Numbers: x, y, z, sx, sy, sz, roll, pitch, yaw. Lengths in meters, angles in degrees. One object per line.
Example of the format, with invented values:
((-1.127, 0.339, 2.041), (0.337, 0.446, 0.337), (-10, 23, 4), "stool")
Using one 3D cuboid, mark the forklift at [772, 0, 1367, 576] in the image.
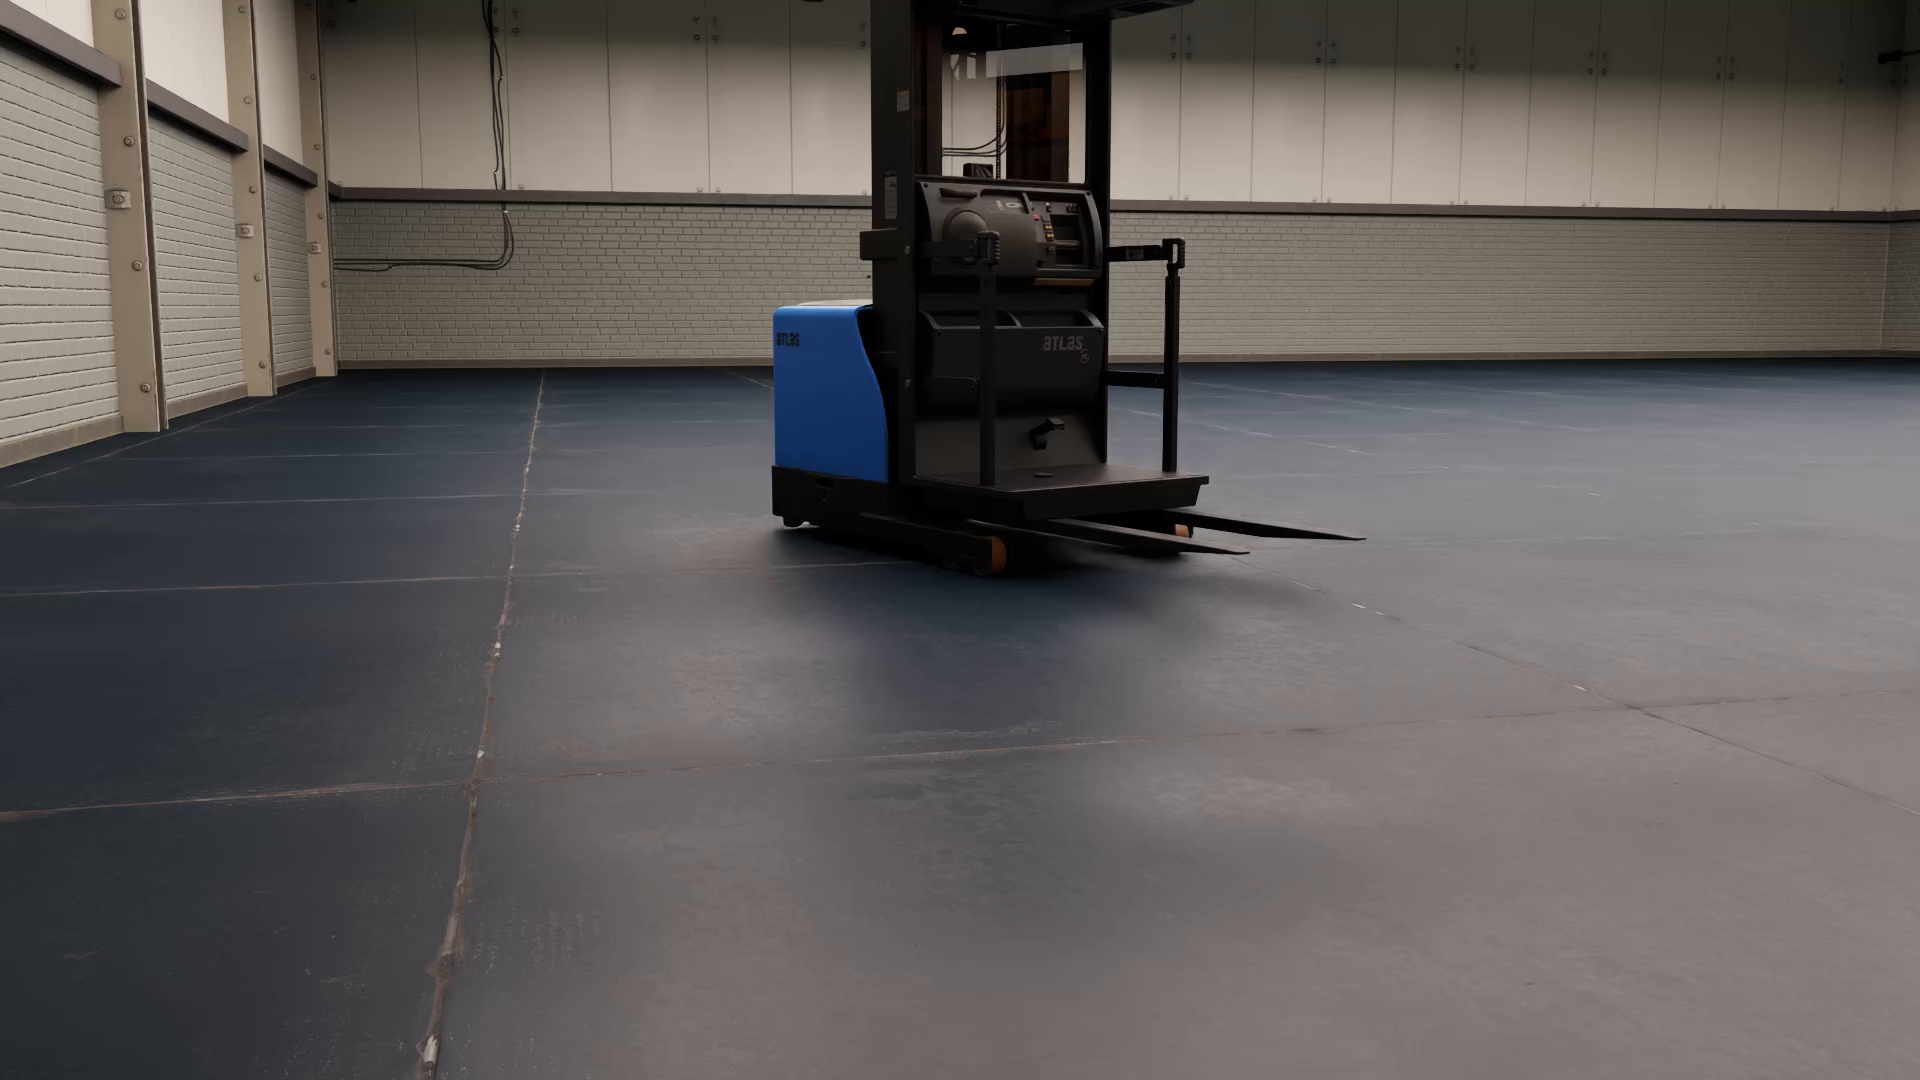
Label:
((0.355, -1.383, 7.015), (1.130, 2.935, 3.031), (-6, 10, -35), "forklift")
